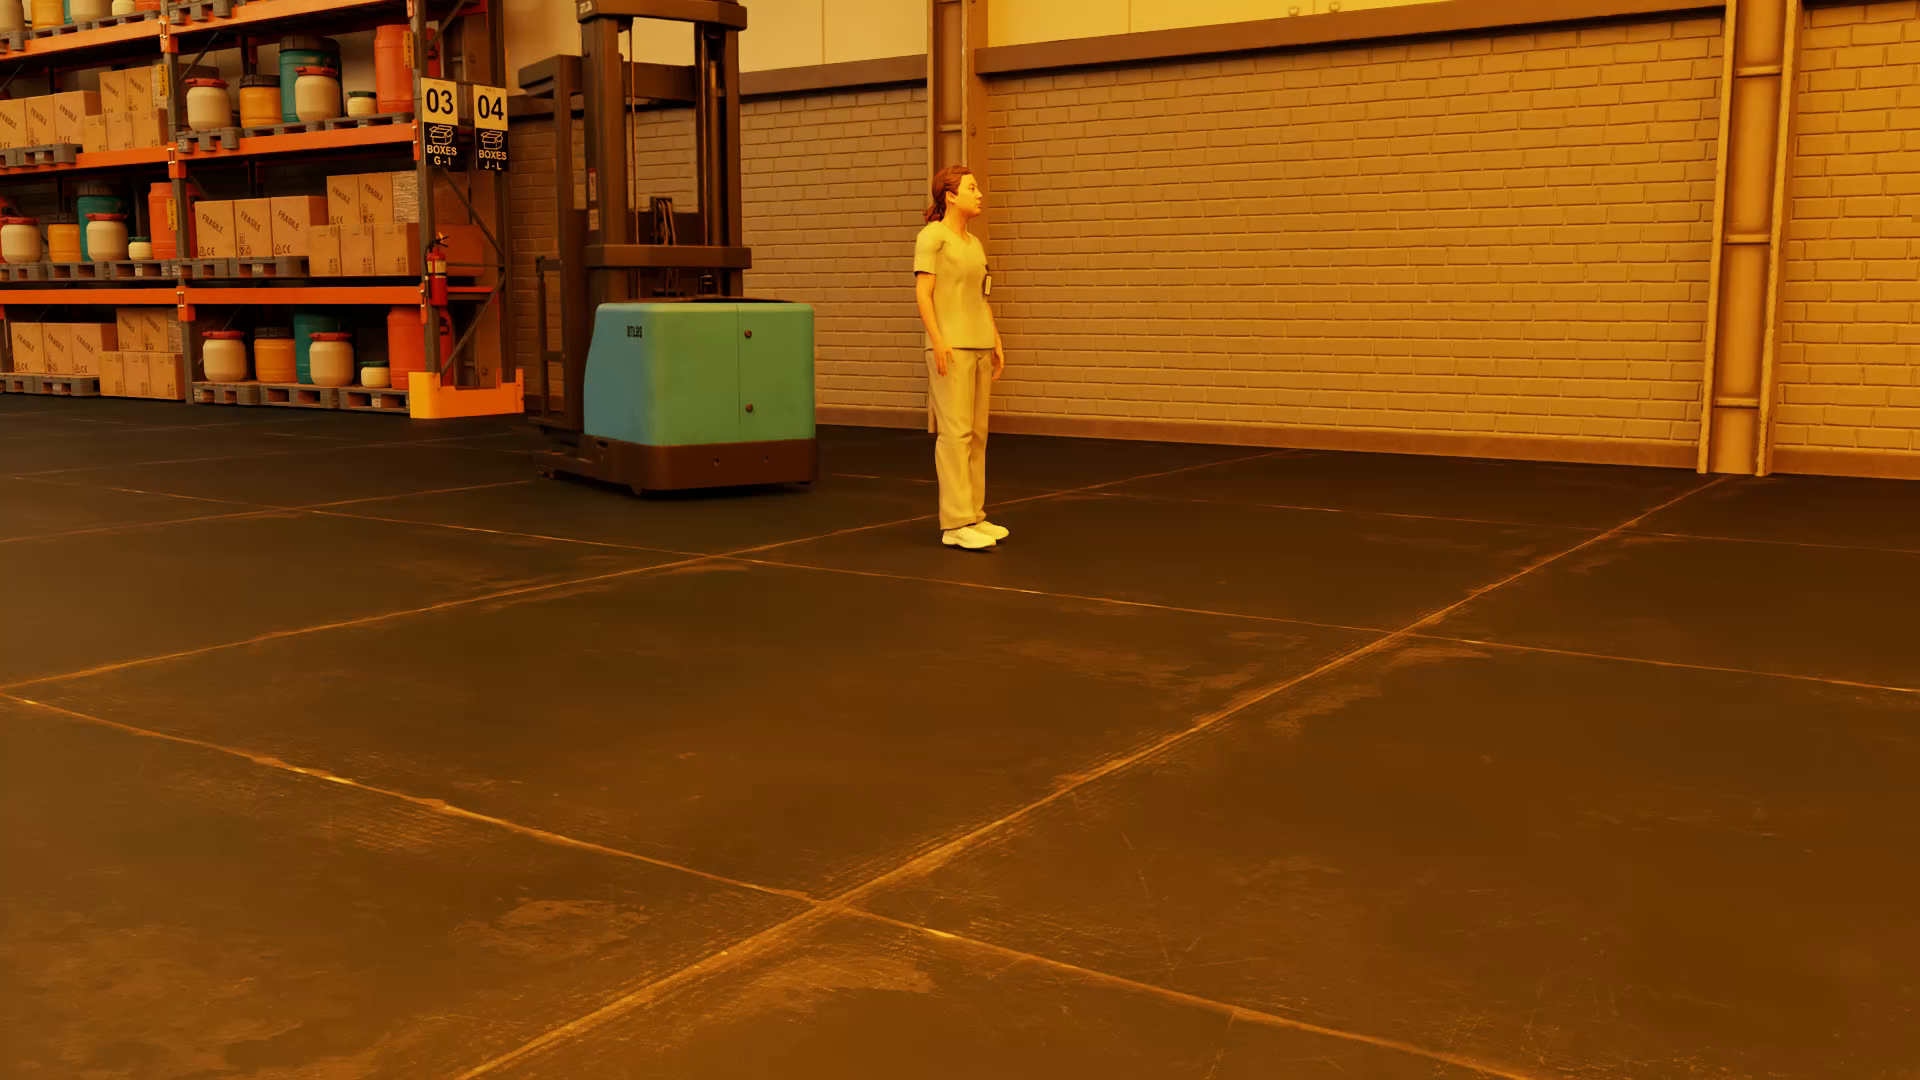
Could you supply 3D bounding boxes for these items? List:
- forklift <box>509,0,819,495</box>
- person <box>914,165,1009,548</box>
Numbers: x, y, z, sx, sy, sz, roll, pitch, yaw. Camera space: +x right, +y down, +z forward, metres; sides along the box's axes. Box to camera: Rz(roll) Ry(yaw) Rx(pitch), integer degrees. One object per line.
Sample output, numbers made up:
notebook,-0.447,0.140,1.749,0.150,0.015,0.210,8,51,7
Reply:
forklift,-2.028,-1.861,10.279,1.130,2.935,3.031,-5,10,-32
person,0.053,-0.782,7.439,0.549,1.580,0.549,5,10,34
